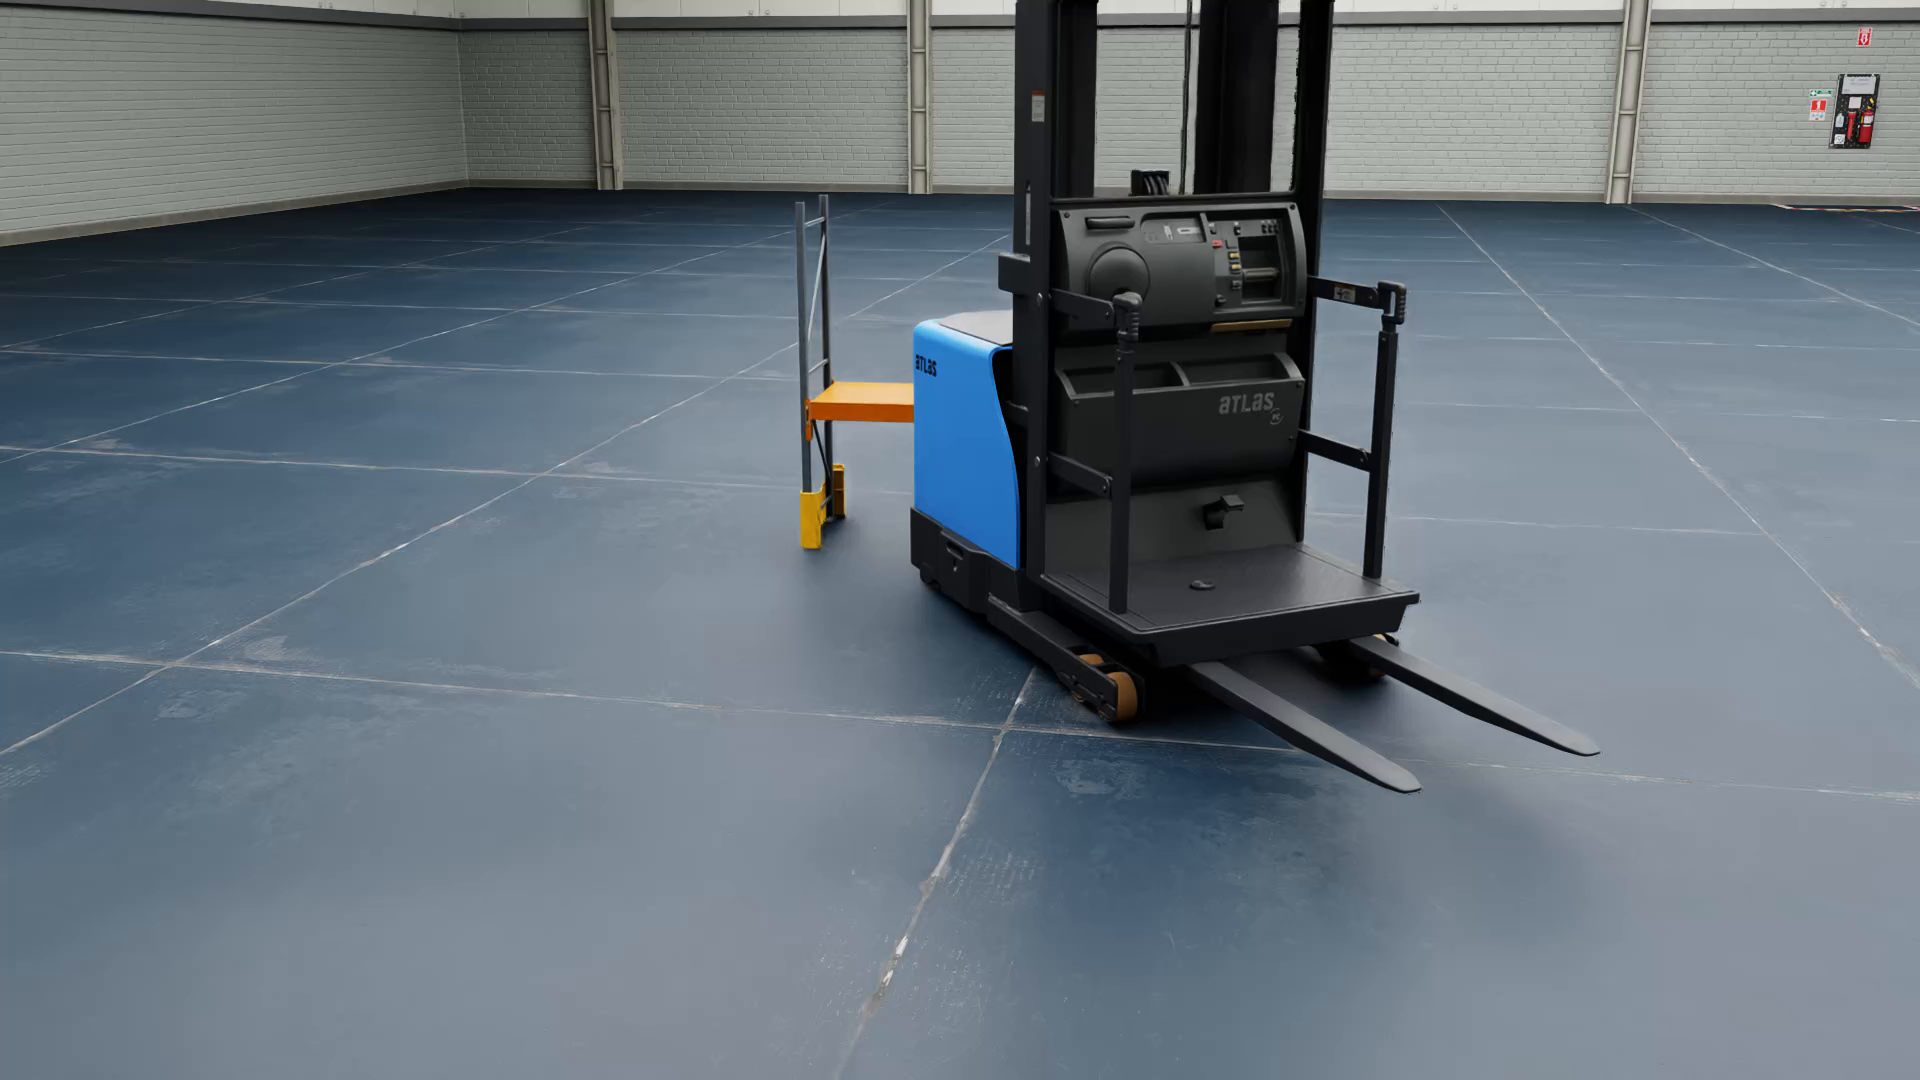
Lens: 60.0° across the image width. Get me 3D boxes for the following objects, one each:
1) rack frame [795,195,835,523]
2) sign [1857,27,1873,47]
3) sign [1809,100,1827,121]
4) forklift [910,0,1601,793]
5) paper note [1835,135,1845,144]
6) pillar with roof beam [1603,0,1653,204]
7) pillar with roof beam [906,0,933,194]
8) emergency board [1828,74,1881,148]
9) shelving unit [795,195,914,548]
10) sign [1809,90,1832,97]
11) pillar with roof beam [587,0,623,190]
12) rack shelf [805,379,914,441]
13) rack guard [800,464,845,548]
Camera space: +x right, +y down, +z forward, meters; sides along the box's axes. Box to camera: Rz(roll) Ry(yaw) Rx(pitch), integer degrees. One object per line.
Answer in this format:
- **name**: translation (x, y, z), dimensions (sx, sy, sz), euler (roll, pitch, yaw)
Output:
- **rack frame**: translation (-0.645, -0.765, 7.445), dimensions (0.032, 1.500, 0.500), euler (2, 16, 8)
- **sign**: translation (14.520, -8.078, 26.691), dimensions (0.199, 0.298, 0.001), euler (3, 16, 11)
- **sign**: translation (13.987, -7.008, 27.104), dimensions (0.234, 0.329, 0.001), euler (3, 16, 11)
- **forklift**: translation (0.850, -0.952, 5.438), dimensions (1.130, 2.935, 3.031), euler (-7, 17, -23)
- **paper note**: translation (14.349, -6.537, 27.122), dimensions (0.142, 0.148, 0.016), euler (3, 16, 11)
- **pillar with roof beam**: translation (10.185, -8.877, 22.680), dimensions (0.400, 9.000, 9.100), euler (3, 16, 11)
- **pillar with roof beam**: translation (-1.575, -9.515, 24.985), dimensions (0.400, 9.000, 9.100), euler (3, 16, 11)
- **emergency board**: translation (14.508, -6.934, 26.905), dimensions (0.643, 1.169, 0.194), euler (3, 16, 11)
- **shelving unit**: translation (-0.132, -0.746, 7.375), dimensions (1.083, 1.500, 0.587), euler (2, 16, 8)
- **sign**: translation (13.990, -7.260, 27.024), dimensions (0.331, 0.109, 0.001), euler (3, 16, 11)
- **pillar with roof beam**: translation (-7.454, -9.834, 26.137), dimensions (0.400, 9.000, 9.100), euler (3, 16, 11)
- **rack shelf**: translation (-0.141, -0.573, 7.424), dimensions (1.000, 0.185, 0.538), euler (2, 16, 8)
- **rack guard**: translation (-0.625, -0.162, 7.609), dimensions (0.087, 0.250, 0.587), euler (2, 16, 8)
